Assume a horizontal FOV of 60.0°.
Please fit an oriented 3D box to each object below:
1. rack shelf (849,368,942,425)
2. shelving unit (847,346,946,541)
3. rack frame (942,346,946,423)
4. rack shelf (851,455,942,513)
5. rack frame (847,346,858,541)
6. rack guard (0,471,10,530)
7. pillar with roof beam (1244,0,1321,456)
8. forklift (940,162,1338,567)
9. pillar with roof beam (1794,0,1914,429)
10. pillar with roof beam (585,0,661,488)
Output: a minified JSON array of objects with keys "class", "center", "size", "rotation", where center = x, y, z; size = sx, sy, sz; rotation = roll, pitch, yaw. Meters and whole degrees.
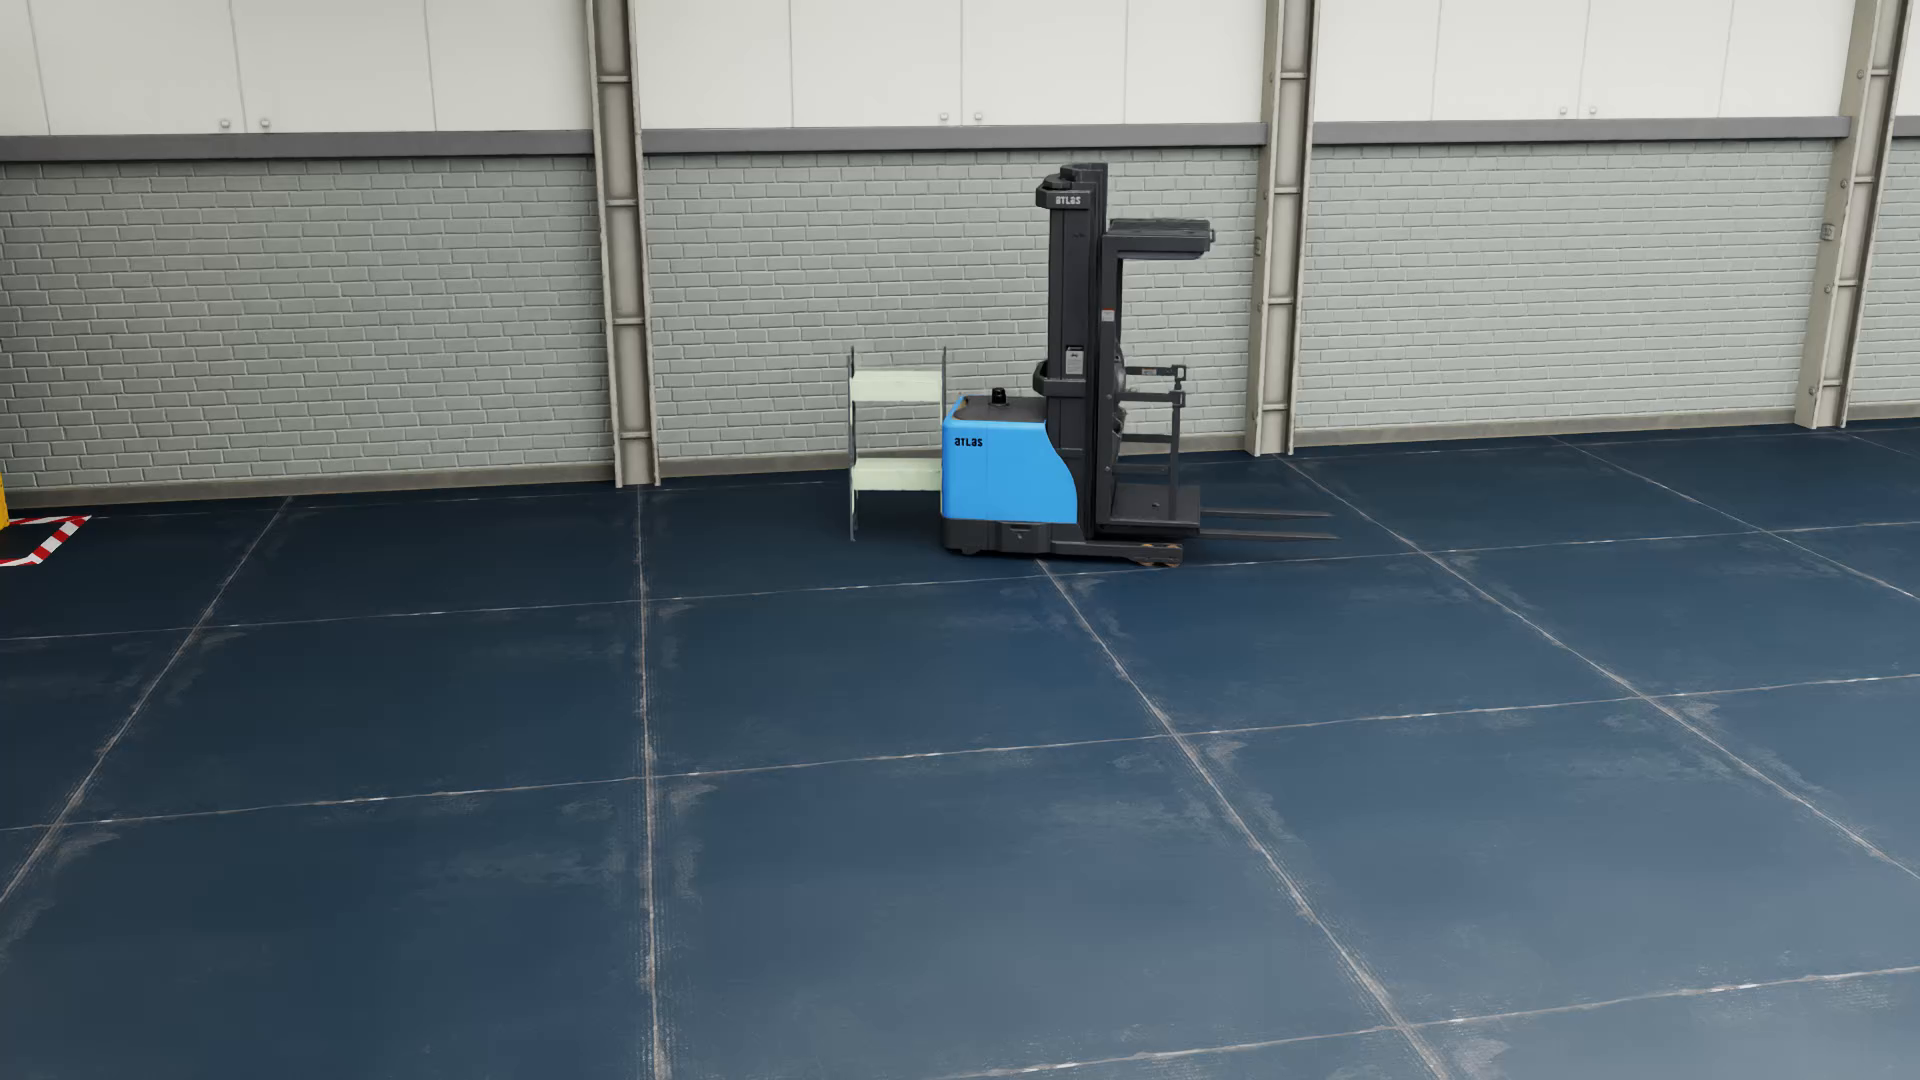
[{"class":"rack shelf","center":[-0.492,-1.137,13.131],"size":[0.720,0.370,0.431],"rotation":[0,17,1]},{"class":"shelving unit","center":[-0.492,-0.764,13.246],"size":[0.755,1.500,0.431],"rotation":[0,17,1]},{"class":"rack frame","center":[-0.126,-0.762,13.237],"size":[0.023,1.500,0.400],"rotation":[0,17,1]},{"class":"rack shelf","center":[-0.492,-0.453,13.341],"size":[0.720,0.370,0.431],"rotation":[0,17,1]},{"class":"rack frame","center":[-0.858,-0.767,13.255],"size":[0.023,1.500,0.400],"rotation":[0,17,1]},{"class":"rack guard","center":[-7.919,-0.208,13.136],"size":[0.348,0.500,1.175],"rotation":[-3,17,-10]},{"class":"pillar with roof beam","center":[3.802,-3.917,10.740],"size":[0.400,9.000,9.100],"rotation":[-3,17,-10]},{"class":"forklift","center":[1.408,-1.361,12.751],"size":[3.031,2.935,1.130],"rotation":[2,17,8]},{"class":"pillar with roof beam","center":[9.693,-4.252,11.828],"size":[0.400,9.000,9.100],"rotation":[-3,17,-10]},{"class":"pillar with roof beam","center":[-2.090,-3.583,9.651],"size":[0.400,9.000,9.100],"rotation":[-3,17,-10]}]
